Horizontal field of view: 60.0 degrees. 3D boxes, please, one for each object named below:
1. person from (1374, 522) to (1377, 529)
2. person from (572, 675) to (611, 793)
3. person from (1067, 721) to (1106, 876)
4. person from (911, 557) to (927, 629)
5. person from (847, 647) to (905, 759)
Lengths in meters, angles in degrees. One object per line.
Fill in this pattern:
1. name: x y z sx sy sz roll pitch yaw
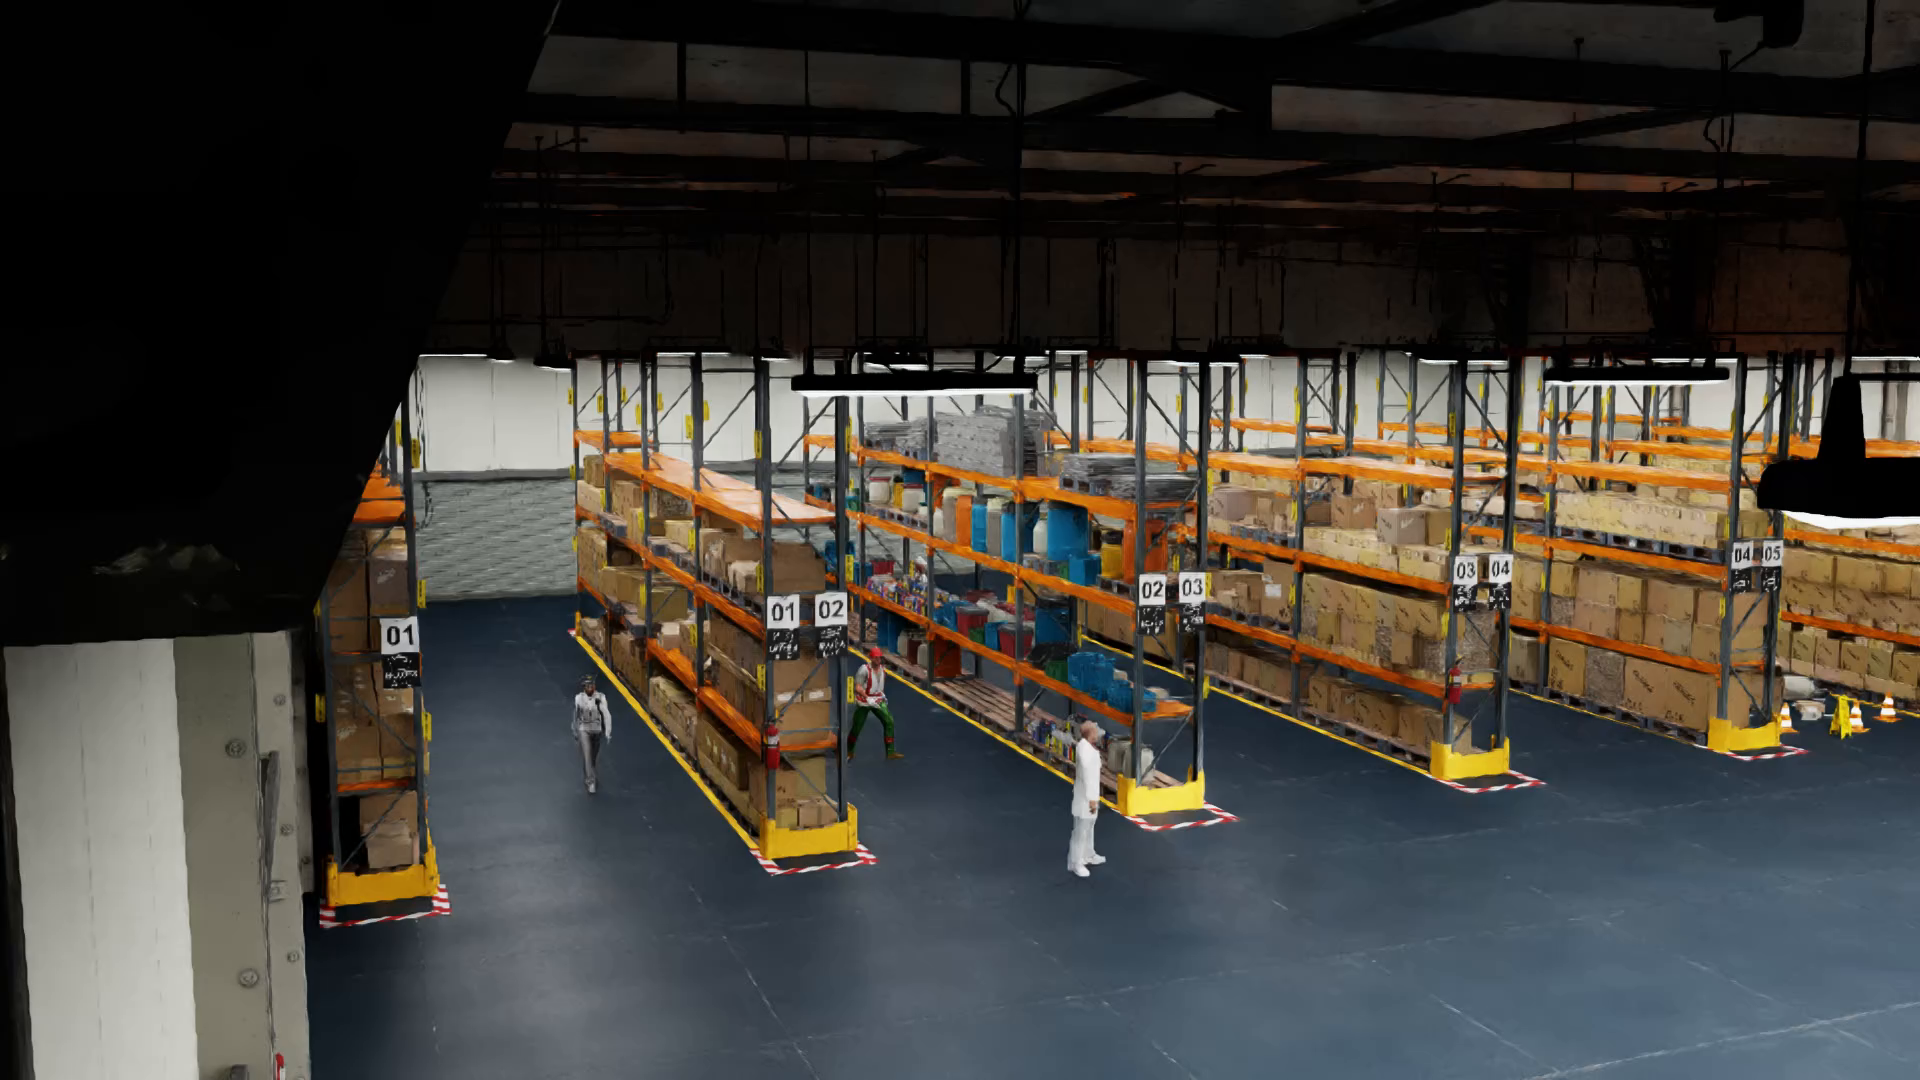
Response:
1. person: 10.130 0.429 40.389 0.491 1.767 0.651 -4 8 -27
2. person: -5.122 2.645 23.161 0.502 1.624 0.997 -3 8 -22
3. person: 1.499 3.005 19.578 0.478 1.782 0.676 0 7 3
4. person: -0.897 1.196 34.397 0.745 1.725 0.649 6 10 42
5. person: -1.316 2.406 24.685 0.686 1.716 0.838 -5 9 -36
